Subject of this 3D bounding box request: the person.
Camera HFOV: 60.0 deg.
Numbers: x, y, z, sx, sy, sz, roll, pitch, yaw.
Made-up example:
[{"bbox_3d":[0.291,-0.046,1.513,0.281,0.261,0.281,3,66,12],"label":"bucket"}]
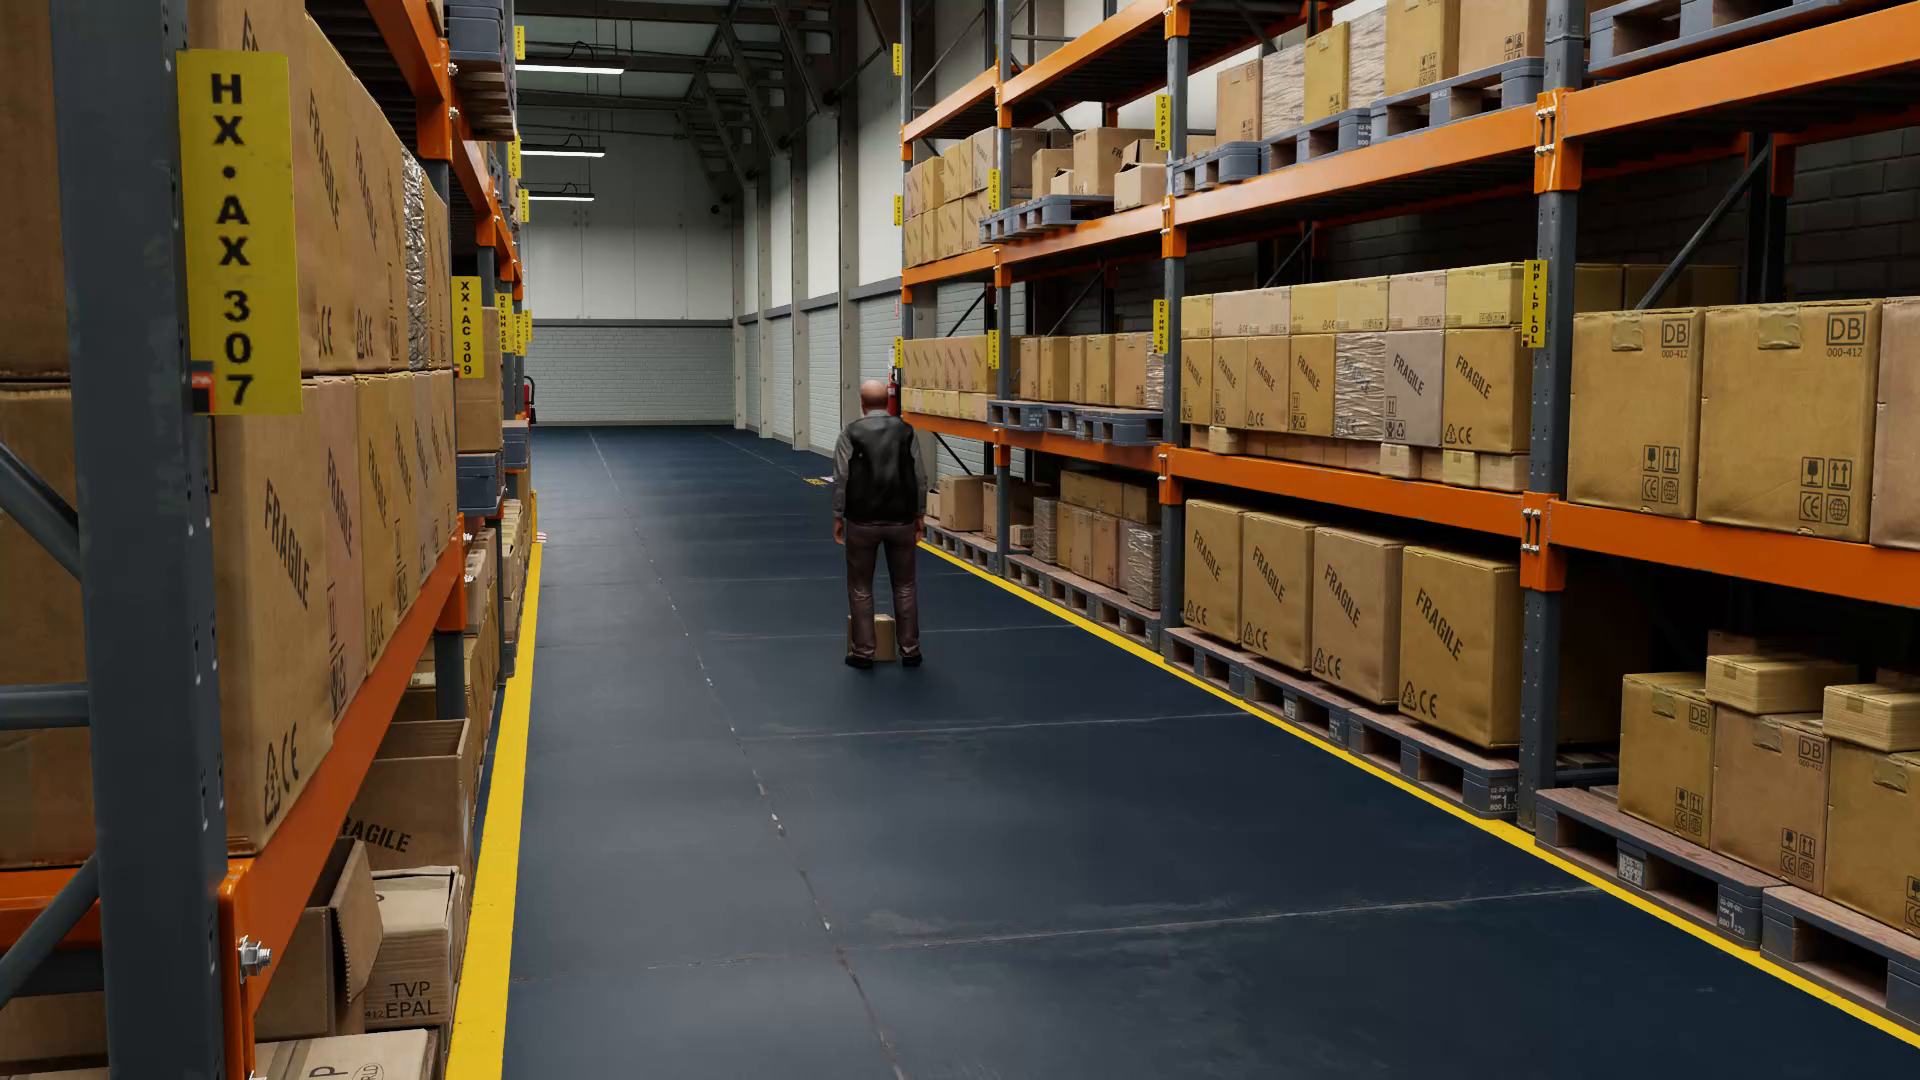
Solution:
[{"bbox_3d":[-0.477,-0.096,9.960,0.582,1.721,0.412,-2,6,-14],"label":"person"}]
